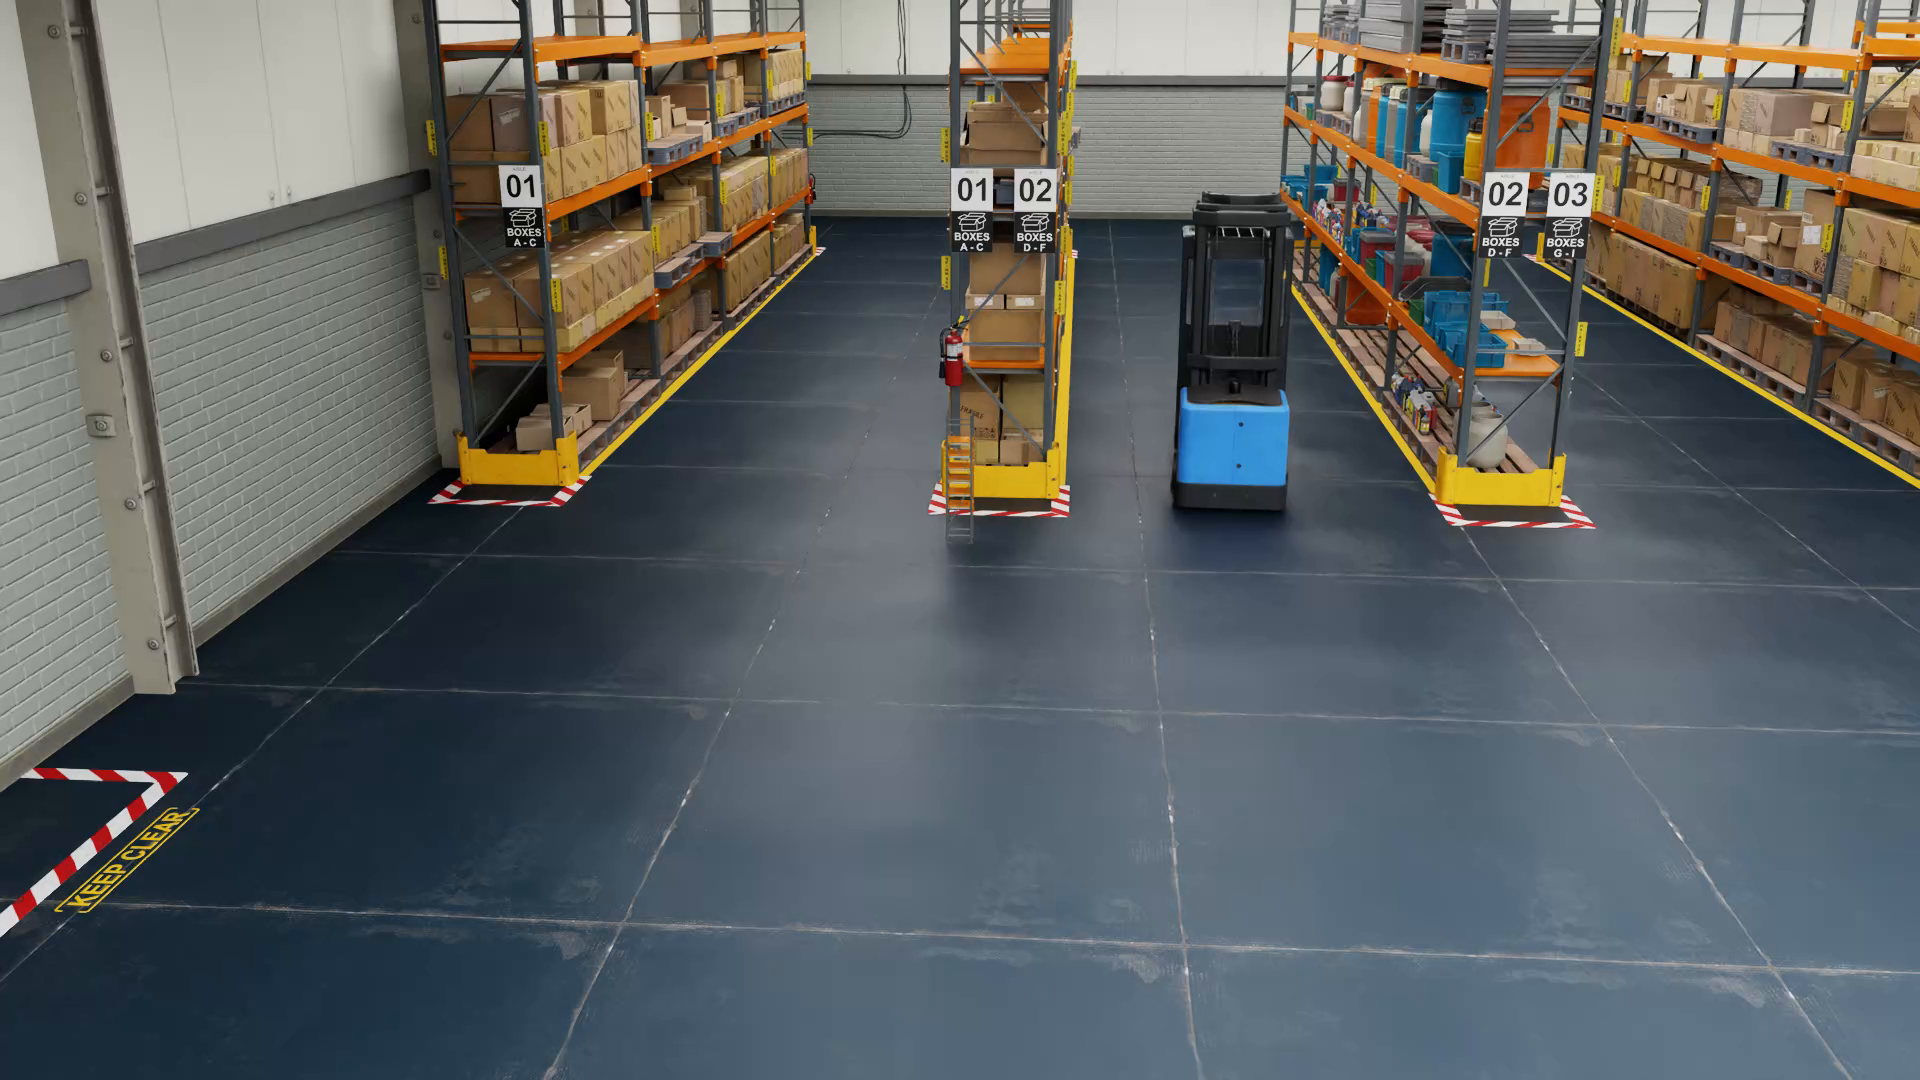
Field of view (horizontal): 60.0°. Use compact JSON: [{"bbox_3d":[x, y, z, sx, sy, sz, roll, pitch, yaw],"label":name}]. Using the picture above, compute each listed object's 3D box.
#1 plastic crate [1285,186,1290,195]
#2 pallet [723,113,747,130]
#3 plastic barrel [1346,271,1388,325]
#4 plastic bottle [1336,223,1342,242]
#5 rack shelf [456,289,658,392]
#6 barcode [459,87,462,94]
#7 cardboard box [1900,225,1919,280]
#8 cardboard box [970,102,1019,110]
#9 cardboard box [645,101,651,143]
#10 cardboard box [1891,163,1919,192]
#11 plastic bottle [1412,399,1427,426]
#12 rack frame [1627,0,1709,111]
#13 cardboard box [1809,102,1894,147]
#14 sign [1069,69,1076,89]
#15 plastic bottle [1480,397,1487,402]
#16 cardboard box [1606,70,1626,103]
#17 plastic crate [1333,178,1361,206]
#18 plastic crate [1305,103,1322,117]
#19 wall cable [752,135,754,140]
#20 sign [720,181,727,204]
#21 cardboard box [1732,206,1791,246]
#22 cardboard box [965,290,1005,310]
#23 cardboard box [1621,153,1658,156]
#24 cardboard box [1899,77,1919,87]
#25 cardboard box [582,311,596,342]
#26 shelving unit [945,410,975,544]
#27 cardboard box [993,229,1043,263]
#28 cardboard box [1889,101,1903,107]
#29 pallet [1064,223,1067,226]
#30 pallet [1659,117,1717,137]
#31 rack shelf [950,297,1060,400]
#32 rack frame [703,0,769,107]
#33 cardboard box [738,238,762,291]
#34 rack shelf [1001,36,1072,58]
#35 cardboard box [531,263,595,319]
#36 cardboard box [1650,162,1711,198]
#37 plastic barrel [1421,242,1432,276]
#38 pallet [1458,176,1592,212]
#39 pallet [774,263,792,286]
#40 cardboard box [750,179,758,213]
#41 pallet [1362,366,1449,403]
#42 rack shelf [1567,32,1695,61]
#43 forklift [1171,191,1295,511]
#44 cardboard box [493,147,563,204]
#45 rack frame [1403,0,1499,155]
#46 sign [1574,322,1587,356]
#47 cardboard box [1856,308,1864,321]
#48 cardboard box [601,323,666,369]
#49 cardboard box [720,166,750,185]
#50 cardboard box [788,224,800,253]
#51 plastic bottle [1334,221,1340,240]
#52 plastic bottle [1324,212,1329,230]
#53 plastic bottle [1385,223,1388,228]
[{"bbox_3d":[5.999,-6.288,29.950,0.250,0.136,0.298,1,18,4],"label":"plastic crate"},{"bbox_3d":[-3.886,-6.383,25.400,1.003,0.211,1.213,2,18,6],"label":"pallet"},{"bbox_3d":[5.944,-3.599,24.226,0.600,0.830,0.708,1,18,4],"label":"plastic barrel"},{"bbox_3d":[5.586,-4.520,24.433,0.097,0.271,0.097,0,18,0],"label":"plastic bottle"},{"bbox_3d":[-4.386,-2.294,18.589,1.077,0.370,4.000,1,18,4],"label":"rack shelf"},{"bbox_3d":[-4.977,-4.479,16.556,0.001,0.075,0.075,1,18,4],"label":"barcode"},{"bbox_3d":[10.198,-2.989,17.311,0.500,0.500,0.500,1,18,4],"label":"cardboard box"},{"bbox_3d":[0.399,-4.736,19.009,0.500,0.500,0.500,3,18,8],"label":"cardboard box"},{"bbox_3d":[-4.124,-5.097,20.337,0.500,0.500,0.500,4,19,12],"label":"cardboard box"},{"bbox_3d":[10.212,-3.827,17.535,0.500,0.250,0.500,1,18,2],"label":"cardboard box"},{"bbox_3d":[5.102,-1.409,18.401,0.152,0.276,0.135,1,18,2],"label":"plastic bottle"},{"bbox_3d":[11.152,-8.261,26.009,1.000,3.000,0.127,1,18,4],"label":"rack frame"},{"bbox_3d":[10.778,-5.036,20.143,0.797,0.503,0.637,2,18,6],"label":"cardboard box"},{"bbox_3d":[1.826,-7.479,26.978,0.100,0.325,0.005,1,18,4],"label":"sign"},{"bbox_3d":[5.839,-1.463,18.571,0.097,0.271,0.097,0,18,0],"label":"plastic bottle"},{"bbox_3d":[11.192,-7.541,27.634,0.700,0.500,0.500,2,18,7],"label":"cardboard box"},{"bbox_3d":[6.526,-5.851,28.090,0.402,0.464,0.583,1,18,4],"label":"plastic crate"},{"bbox_3d":[5.959,-7.156,27.724,0.416,0.233,0.300,1,18,4],"label":"plastic crate"},{"bbox_3d":[-4.234,-7.885,32.866,0.084,1.984,1.851,1,18,4],"label":"wall cable"},{"bbox_3d":[-3.414,-5.003,23.968,0.100,0.325,0.005,1,18,4],"label":"sign"},{"bbox_3d":[10.867,-4.246,22.556,0.500,0.500,0.500,-1,18,-3],"label":"cardboard box"},{"bbox_3d":[0.249,-2.384,16.506,0.380,0.149,0.250,1,18,3],"label":"cardboard box"},{"bbox_3d":[11.517,-6.294,28.199,0.500,0.500,0.500,1,18,2],"label":"cardboard box"},{"bbox_3d":[15.907,-7.634,27.710,0.380,0.149,0.250,1,18,3],"label":"cardboard box"},{"bbox_3d":[-4.155,-2.259,17.535,0.500,0.250,0.500,1,18,2],"label":"cardboard box"},{"bbox_3d":[-0.001,-0.566,15.049,0.258,1.200,0.189,1,18,4],"label":"shelving unit"},{"bbox_3d":[0.494,-2.894,17.020,0.700,0.500,0.500,1,18,2],"label":"cardboard box"},{"bbox_3d":[15.978,-7.247,27.972,0.500,0.250,0.500,1,18,4],"label":"cardboard box"},{"bbox_3d":[0.964,-4.511,24.507,1.213,0.211,1.003,1,18,4],"label":"pallet"},{"bbox_3d":[10.936,-6.052,24.388,1.003,0.211,1.213,2,18,6],"label":"pallet"},{"bbox_3d":[0.555,-2.184,18.255,1.077,0.370,4.000,1,18,4],"label":"rack shelf"},{"bbox_3d":[-3.669,-8.592,27.021,1.000,3.000,0.127,1,18,4],"label":"rack frame"},{"bbox_3d":[-3.647,-4.439,26.757,0.750,0.750,0.750,2,18,6],"label":"cardboard box"},{"bbox_3d":[1.128,-7.330,24.966,1.077,0.370,4.000,1,18,4],"label":"rack shelf"},{"bbox_3d":[-4.150,-2.604,17.384,0.500,0.500,0.500,1,18,4],"label":"cardboard box"},{"bbox_3d":[11.054,-5.523,25.515,0.797,0.503,0.637,1,18,5],"label":"cardboard box"},{"bbox_3d":[5.926,-3.393,20.568,0.433,0.535,0.433,0,18,0],"label":"plastic barrel"},{"bbox_3d":[5.509,-3.384,16.246,1.003,0.211,1.213,1,18,4],"label":"pallet"},{"bbox_3d":[-3.537,-4.651,29.105,1.003,0.211,1.213,1,18,4],"label":"pallet"},{"bbox_3d":[-3.522,-5.476,26.476,0.500,0.500,0.500,1,18,4],"label":"cardboard box"},{"bbox_3d":[5.656,-1.955,20.879,1.003,0.211,1.213,1,18,4],"label":"pallet"},{"bbox_3d":[11.296,-8.350,28.079,1.077,0.370,4.000,1,18,4],"label":"rack shelf"},{"bbox_3d":[2.771,-2.089,16.918,1.130,2.935,3.031,2,18,7],"label":"forklift"},{"bbox_3d":[-4.256,-3.595,16.395,0.500,0.500,0.500,2,18,5],"label":"cardboard box"},{"bbox_3d":[5.639,-5.887,18.763,1.000,3.000,0.127,1,18,4],"label":"rack frame"},{"bbox_3d":[5.900,-1.911,15.821,0.100,0.325,0.005,1,18,4],"label":"sign"},{"bbox_3d":[10.234,-2.512,18.503,0.380,0.149,0.250,1,18,4],"label":"cardboard box"},{"bbox_3d":[-4.207,-2.507,21.392,0.700,0.500,0.500,2,18,6],"label":"cardboard box"},{"bbox_3d":[-3.566,-5.670,25.863,0.500,0.250,0.500,1,18,3],"label":"cardboard box"},{"bbox_3d":[-3.369,-5.621,30.926,0.700,0.500,0.500,1,18,4],"label":"cardboard box"},{"bbox_3d":[5.600,-4.580,24.617,0.097,0.271,0.097,0,18,0],"label":"plastic bottle"},{"bbox_3d":[5.680,-4.929,25.682,0.097,0.271,0.097,0,18,0],"label":"plastic bottle"},{"bbox_3d":[6.287,-4.525,24.448,0.097,0.271,0.097,0,18,0],"label":"plastic bottle"}]
